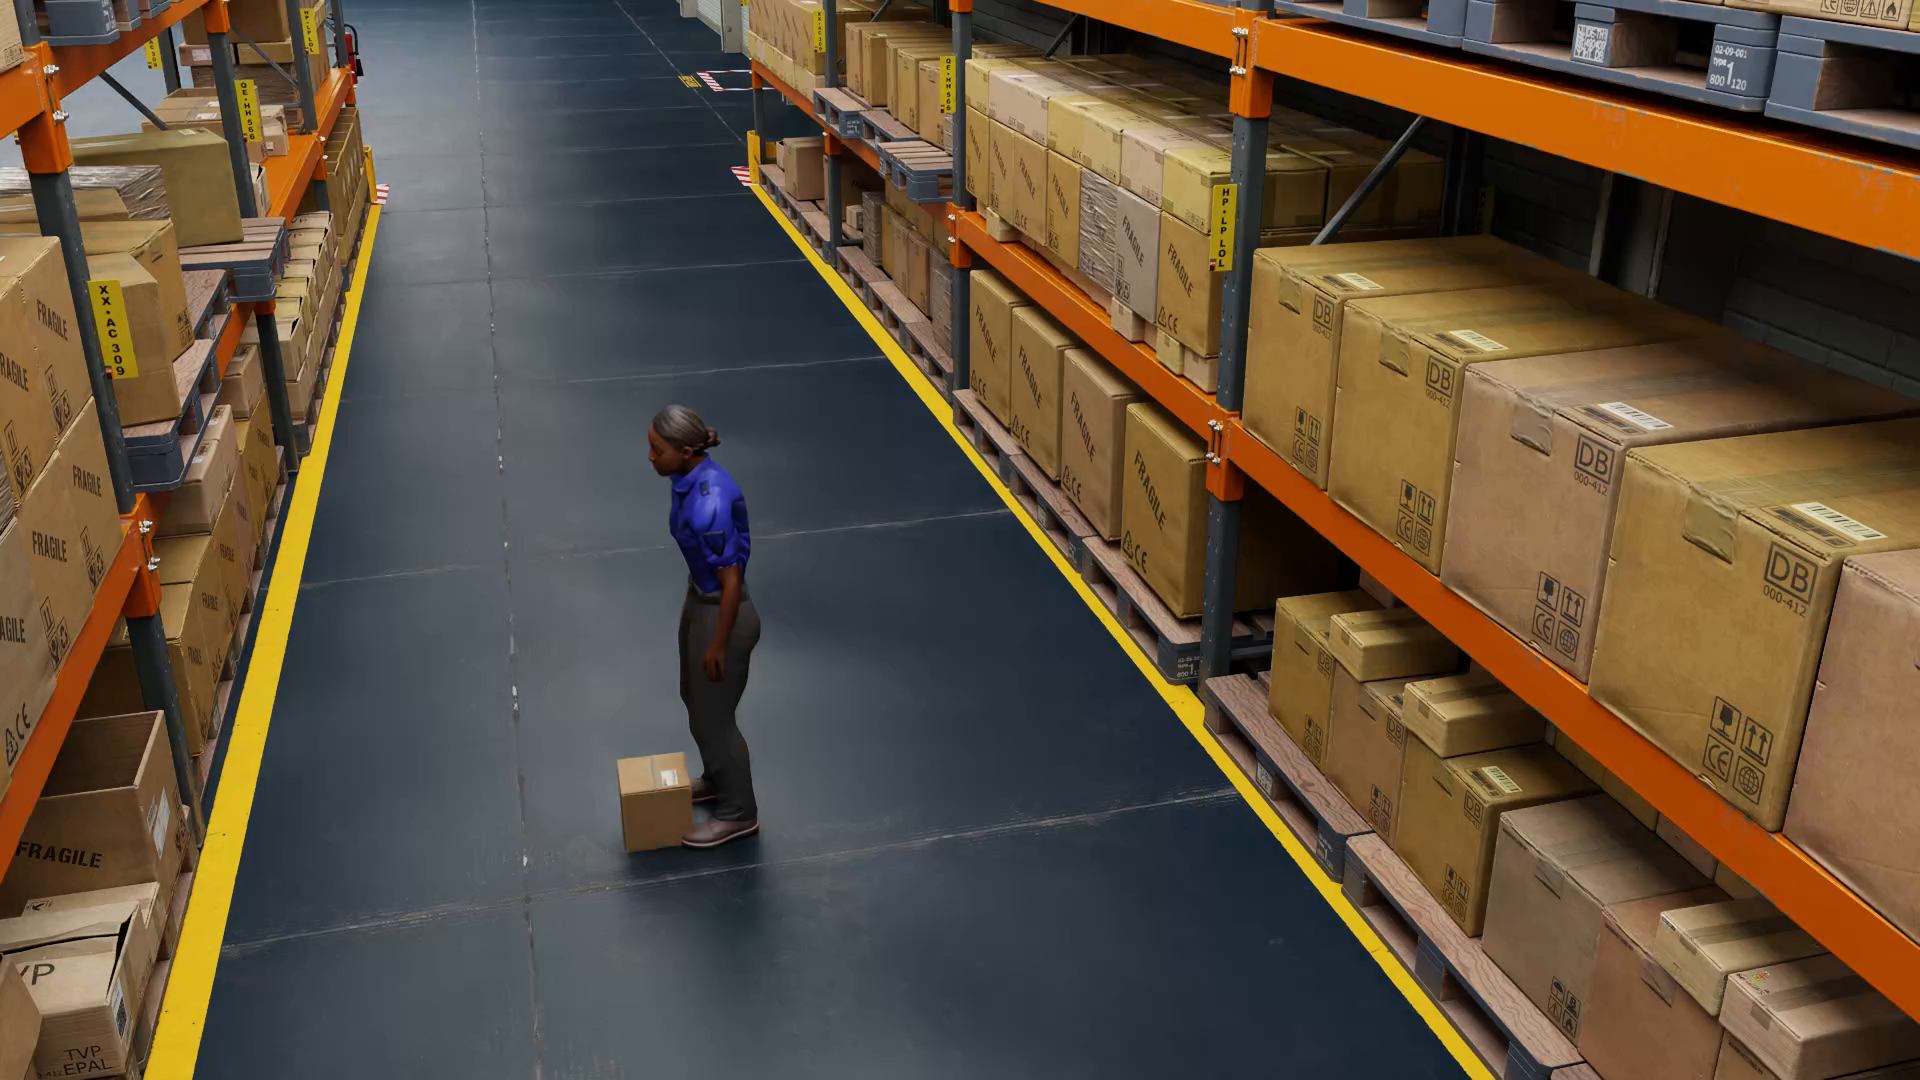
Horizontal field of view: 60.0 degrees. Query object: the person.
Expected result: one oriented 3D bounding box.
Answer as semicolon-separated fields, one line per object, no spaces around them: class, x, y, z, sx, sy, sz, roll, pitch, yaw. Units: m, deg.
person;-0.905;0.290;5.921;0.352;1.654;0.518;-7;24;-15
